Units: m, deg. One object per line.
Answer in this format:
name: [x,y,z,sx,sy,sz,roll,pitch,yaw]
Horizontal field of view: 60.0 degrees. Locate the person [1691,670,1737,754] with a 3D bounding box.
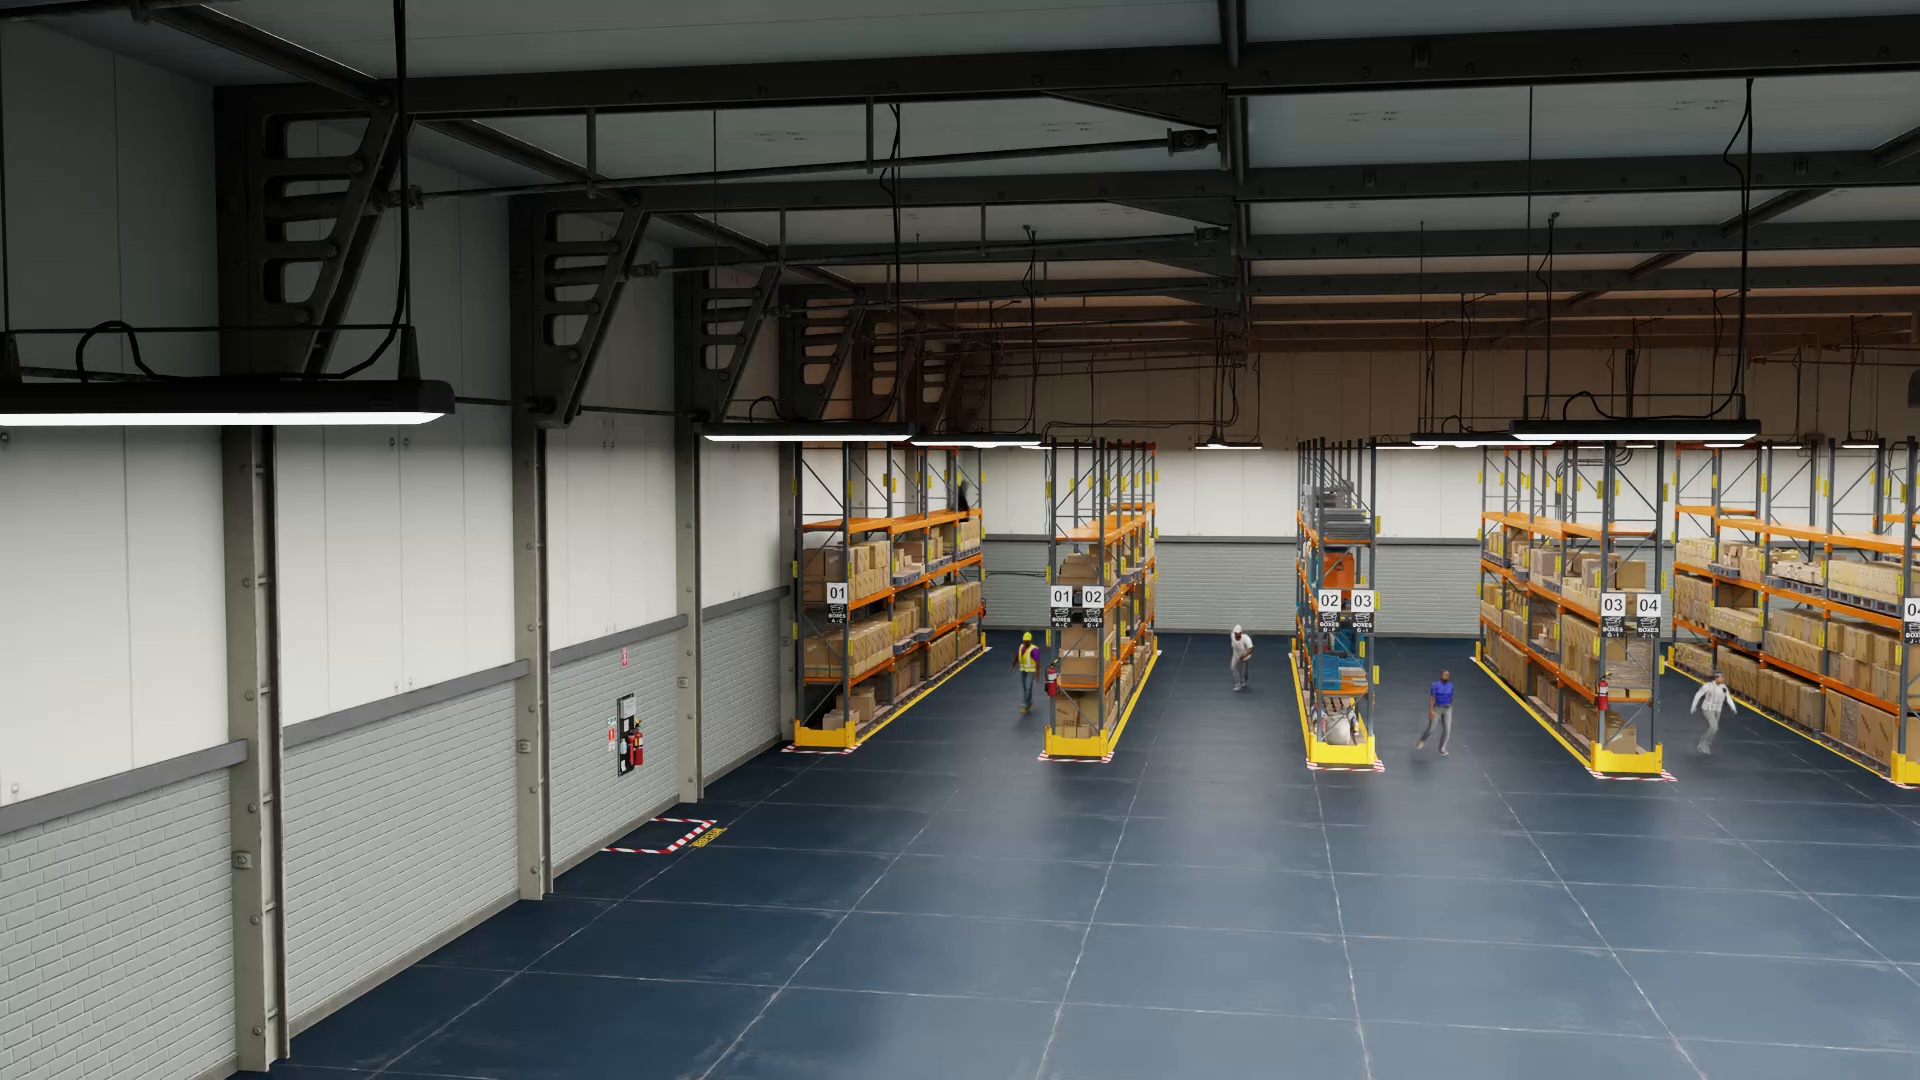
person: [14.239,3.240,31.319,0.569,1.620,0.774,-1,3,-16]

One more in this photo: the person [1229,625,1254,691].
person: [6.767,2.790,39.794,0.702,1.587,1.115,2,3,30]

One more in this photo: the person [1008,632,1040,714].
person: [1.442,2.910,36.759,0.765,1.760,0.766,3,4,45]

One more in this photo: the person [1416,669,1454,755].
person: [9.009,3.230,31.492,0.612,1.630,0.594,0,3,-6]
